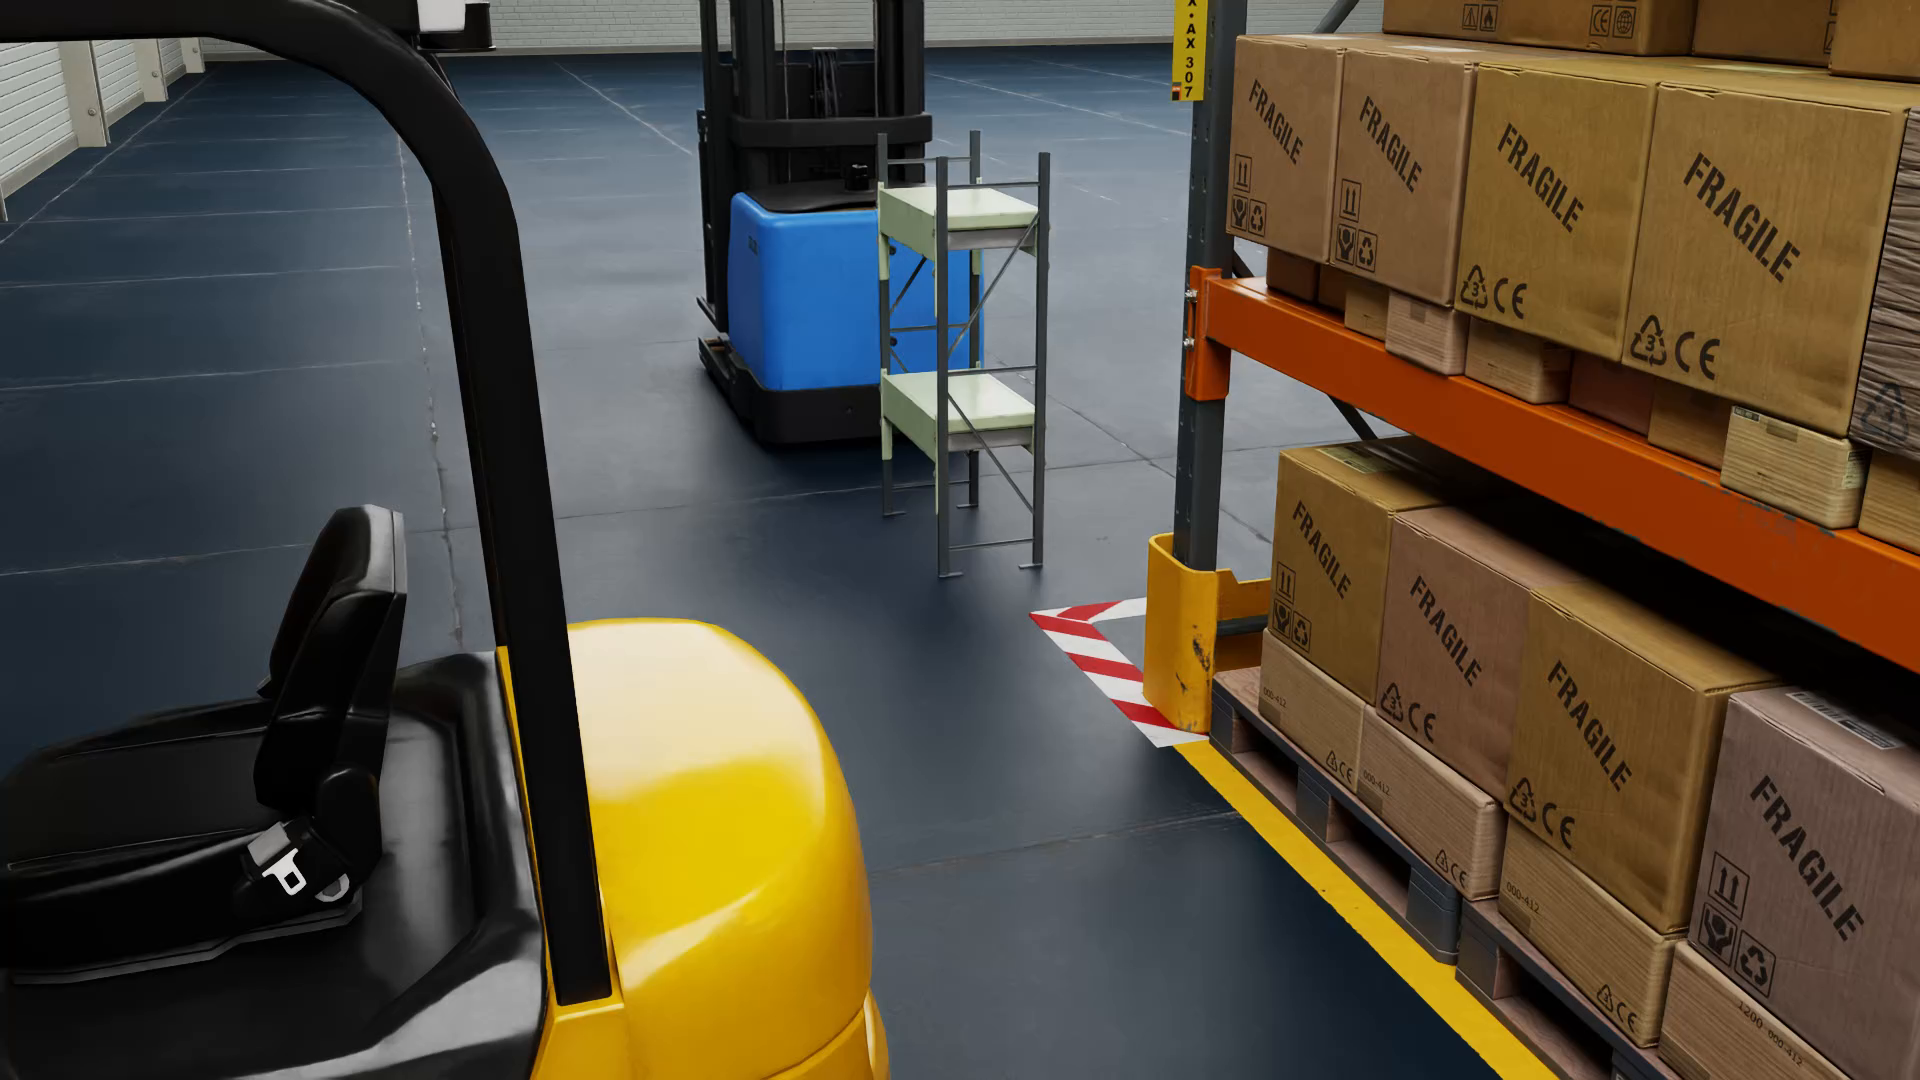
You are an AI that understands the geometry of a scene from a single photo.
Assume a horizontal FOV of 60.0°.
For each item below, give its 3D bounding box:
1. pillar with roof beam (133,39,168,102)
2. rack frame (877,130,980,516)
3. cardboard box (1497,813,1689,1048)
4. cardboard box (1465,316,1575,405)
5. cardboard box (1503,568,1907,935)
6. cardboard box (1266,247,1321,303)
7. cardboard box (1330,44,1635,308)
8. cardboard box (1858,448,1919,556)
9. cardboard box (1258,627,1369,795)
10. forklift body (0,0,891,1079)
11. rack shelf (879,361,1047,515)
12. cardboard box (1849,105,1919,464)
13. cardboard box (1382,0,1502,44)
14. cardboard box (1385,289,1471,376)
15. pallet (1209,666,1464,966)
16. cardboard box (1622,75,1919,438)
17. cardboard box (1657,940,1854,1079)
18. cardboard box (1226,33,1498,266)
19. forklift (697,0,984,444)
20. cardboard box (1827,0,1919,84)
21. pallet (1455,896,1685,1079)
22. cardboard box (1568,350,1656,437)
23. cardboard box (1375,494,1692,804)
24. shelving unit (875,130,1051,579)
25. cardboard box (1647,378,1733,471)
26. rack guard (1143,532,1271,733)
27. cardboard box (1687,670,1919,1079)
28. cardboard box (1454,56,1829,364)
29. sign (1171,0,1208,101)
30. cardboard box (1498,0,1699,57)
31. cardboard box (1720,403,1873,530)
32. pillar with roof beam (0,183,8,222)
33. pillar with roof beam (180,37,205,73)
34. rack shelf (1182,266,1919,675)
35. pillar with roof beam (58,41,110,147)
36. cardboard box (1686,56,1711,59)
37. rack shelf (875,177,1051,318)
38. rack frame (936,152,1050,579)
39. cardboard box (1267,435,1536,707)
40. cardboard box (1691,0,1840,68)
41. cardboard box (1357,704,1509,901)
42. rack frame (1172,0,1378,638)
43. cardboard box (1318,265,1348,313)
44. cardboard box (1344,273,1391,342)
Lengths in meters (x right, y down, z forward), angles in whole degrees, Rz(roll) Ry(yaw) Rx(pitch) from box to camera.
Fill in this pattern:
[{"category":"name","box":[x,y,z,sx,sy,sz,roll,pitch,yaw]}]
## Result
[{"category":"pillar with roof beam","box":[-7.676,-11.119,24.059,9.100,9.000,0.400,-6,21,-17]},{"category":"rack frame","box":[-0.117,-0.825,6.496,0.400,1.500,0.023,-6,21,-17]},{"category":"cardboard box","box":[1.456,0.739,3.367,0.500,0.250,0.500,-5,20,-14]},{"category":"cardboard box","box":[1.287,-0.395,3.452,0.380,0.149,0.250,-6,21,-16]},{"category":"cardboard box","box":[1.446,0.385,3.245,0.500,0.500,0.500,-6,21,-16]},{"category":"cardboard box","box":[1.039,-0.735,4.396,0.380,0.149,0.250,-6,21,-17]},{"category":"cardboard box","box":[1.180,-0.823,3.684,0.500,0.500,0.500,-6,21,-16]},{"category":"cardboard box","box":[1.621,-0.064,2.528,0.380,0.149,0.250,-7,21,-18]},{"category":"cardboard box","box":[1.119,0.401,4.309,0.500,0.250,0.500,-7,21,-18]},{"category":"forklift body","box":[-1.255,0.359,2.235,2.313,2.155,1.214,-6,21,-17]},{"category":"rack shelf","box":[-0.002,-0.401,6.279,0.431,0.370,0.720,-6,21,-17]},{"category":"cardboard box","box":[1.674,-0.334,2.321,0.500,0.500,0.500,-6,21,-16]},{"category":"cardboard box","box":[1.496,-1.501,4.090,0.700,0.500,0.500,-7,21,-19]},{"category":"cardboard box","box":[1.174,-0.475,3.673,0.380,0.149,0.250,-6,21,-16]},{"category":"pallet","box":[1.374,0.617,4.385,1.003,0.211,1.213,-6,21,-17]},{"category":"cardboard box","box":[1.509,-0.498,2.777,0.500,0.500,0.500,-7,21,-18]},{"category":"cardboard box","box":[1.612,0.902,2.915,0.500,0.250,0.500,-6,21,-16]},{"category":"cardboard box","box":[1.014,-0.989,4.146,0.500,0.500,0.500,-7,21,-18]},{"category":"forklift","box":[-0.782,-2.272,8.406,1.130,2.935,3.031,-6,21,-15]},{"category":"cardboard box","box":[1.931,-1.010,2.724,0.700,0.500,0.500,-7,21,-18]},{"category":"pallet","box":[1.754,1.008,3.297,1.003,0.211,1.213,-6,21,-17]},{"category":"cardboard box","box":[1.427,-0.317,3.233,0.380,0.149,0.250,-6,21,-15]},{"category":"cardboard box","box":[1.296,0.223,3.696,0.500,0.500,0.500,-7,21,-19]},{"category":"shelving unit","box":[-0.002,-0.708,6.169,0.431,1.500,0.755,-6,21,-17]},{"category":"cardboard box","box":[1.482,-0.229,2.989,0.380,0.149,0.250,-7,21,-19]},{"category":"rack guard","box":[1.152,0.217,5.073,1.175,0.500,0.348,-6,21,-17]},{"category":"cardboard box","box":[1.622,0.555,2.770,0.500,0.500,0.500,-5,20,-14]},{"category":"cardboard box","box":[1.341,-0.660,3.229,0.500,0.500,0.500,-7,21,-18]},{"category":"sign","box":[0.613,-1.333,4.411,0.100,0.325,0.005,-6,21,-17]},{"category":"cardboard box","box":[1.648,-1.337,3.636,0.700,0.500,0.500,-6,21,-17]},{"category":"cardboard box","box":[1.505,-0.142,2.747,0.380,0.149,0.250,-6,21,-17]},{"category":"pillar with roof beam","box":[-3.904,-7.268,13.338,9.100,9.000,0.400,-6,21,-17]},{"category":"pillar with roof beam","box":[-9.562,-13.044,29.420,9.100,9.000,0.400,-6,21,-17]},{"category":"rack shelf","box":[1.757,-0.003,3.053,1.077,0.370,4.000,-6,21,-17]},{"category":"pillar with roof beam","box":[-5.790,-9.193,18.699,9.100,9.000,0.400,-6,21,-17]},{"category":"cardboard box","box":[1.713,-0.865,3.799,0.500,0.500,0.500,-6,21,-17]},{"category":"rack shelf","box":[-0.002,-1.075,6.037,0.431,0.370,0.720,-6,21,-17]},{"category":"rack frame","box":[0.113,-0.591,5.842,0.400,1.500,0.023,-6,21,-17]},{"category":"cardboard box","box":[1.127,0.056,4.161,0.500,0.500,0.500,-7,21,-19]},{"category":"cardboard box","box":[1.906,-1.185,3.210,0.700,0.500,0.500,-7,21,-18]},{"category":"cardboard box","box":[1.273,0.566,3.851,0.500,0.250,0.500,-6,21,-15]},{"category":"rack frame","box":[1.128,-0.984,4.718,1.000,3.000,0.127,-6,21,-17]},{"category":"cardboard box","box":[1.132,-0.655,4.174,0.380,0.149,0.250,-6,21,-16]},{"category":"cardboard box","box":[1.138,-0.561,3.913,0.380,0.149,0.250,-7,21,-19]}]
